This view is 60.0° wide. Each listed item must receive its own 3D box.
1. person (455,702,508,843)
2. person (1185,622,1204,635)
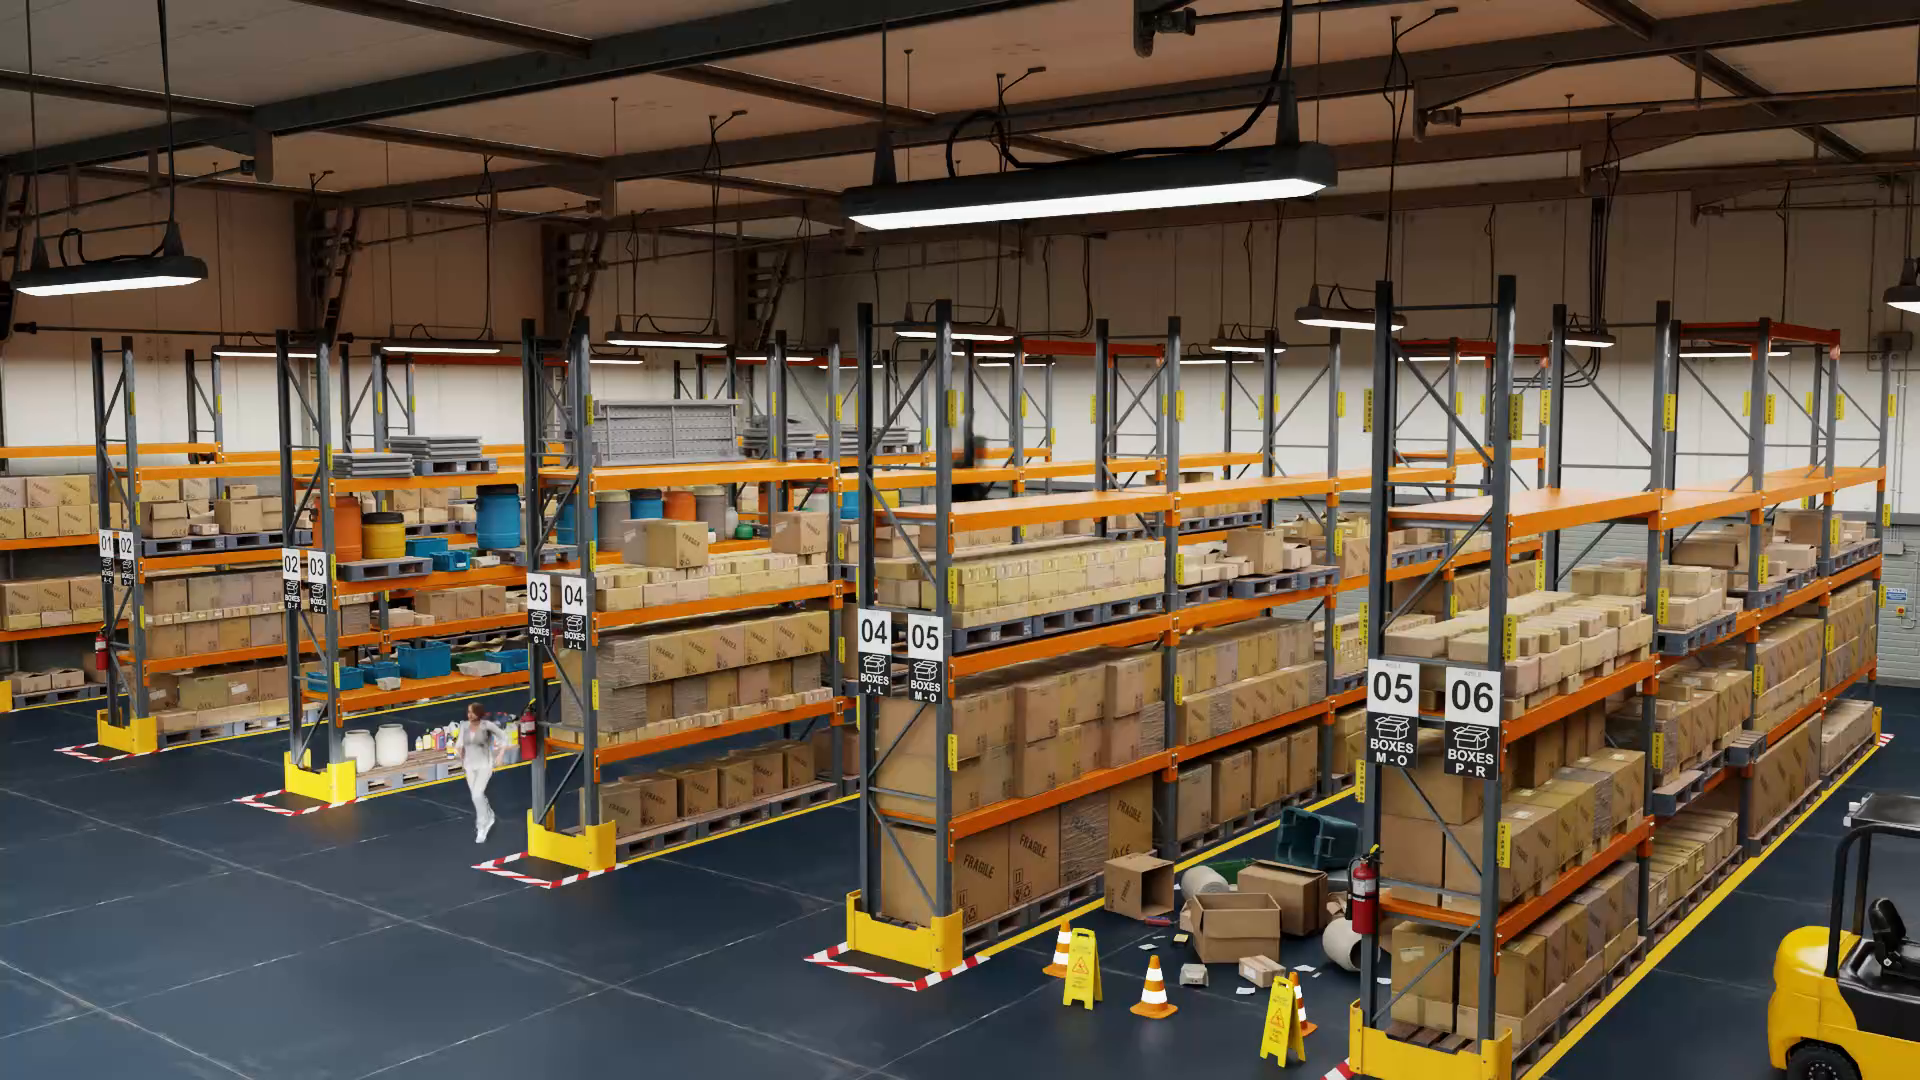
[{"bbox_3d":[-5.597,2.697,19.375,0.553,1.657,0.698,1,5,15],"label":"person"},{"bbox_3d":[3.718,2.018,26.040,0.700,1.770,0.971,3,6,34],"label":"person"}]
